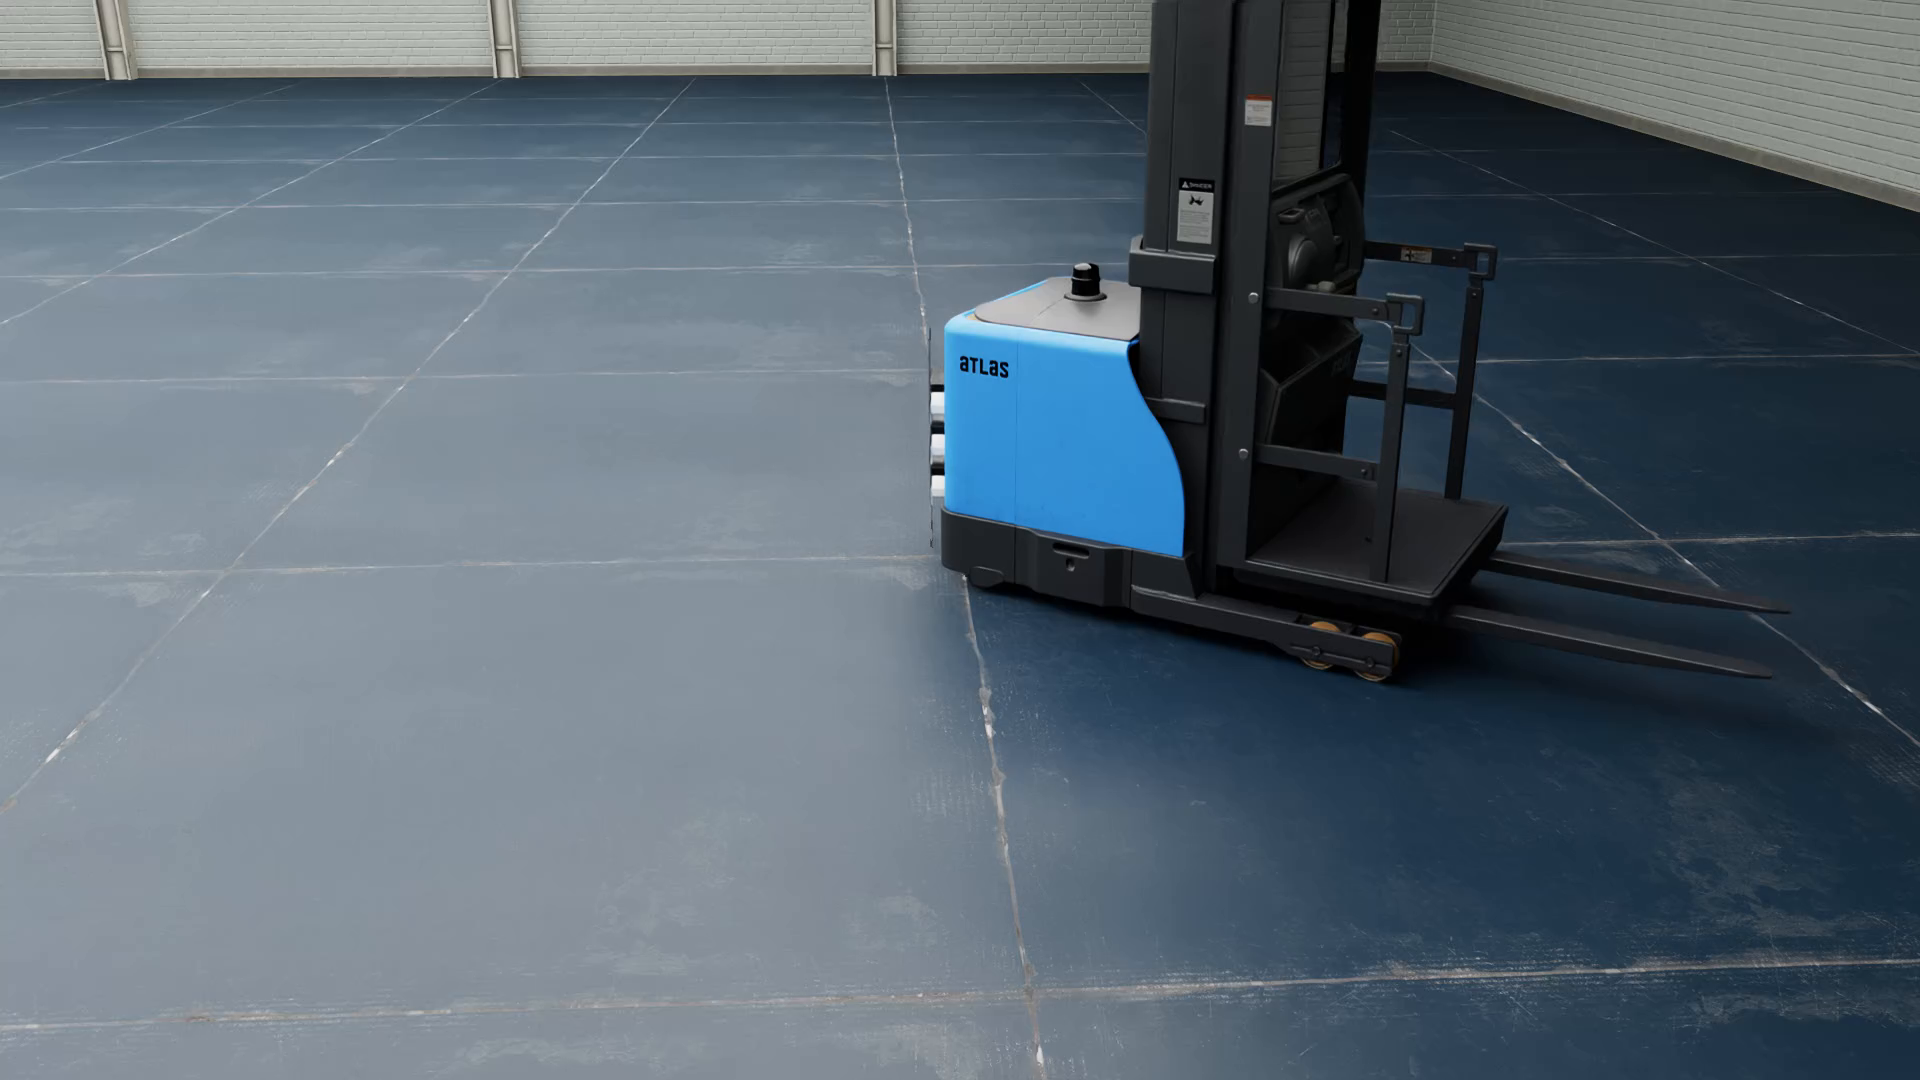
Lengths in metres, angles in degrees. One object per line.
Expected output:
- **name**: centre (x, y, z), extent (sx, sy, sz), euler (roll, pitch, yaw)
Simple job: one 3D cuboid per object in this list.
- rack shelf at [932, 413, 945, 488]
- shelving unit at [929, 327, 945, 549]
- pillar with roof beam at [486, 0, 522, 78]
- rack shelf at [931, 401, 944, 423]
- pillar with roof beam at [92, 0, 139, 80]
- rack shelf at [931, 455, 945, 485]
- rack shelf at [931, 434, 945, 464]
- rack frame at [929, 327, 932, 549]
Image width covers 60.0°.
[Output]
- **rack shelf**: centre (-0.022, -0.377, 6.990), extent (0.190, 0.281, 0.221), euler (0, 21, -1)
- **shelving unit**: centre (-0.023, -0.425, 6.972), extent (0.208, 0.900, 0.258), euler (0, 21, -1)
- **pillar with roof beam**: centre (-6.959, -10.064, 20.907), extent (0.400, 9.000, 9.100), euler (-1, 21, -3)
- **rack shelf**: centre (-0.022, -0.562, 6.919), extent (0.200, 0.077, 0.258), euler (0, 21, -1)
- **pillar with roof beam**: centre (-12.949, -9.942, 20.587), extent (0.400, 9.000, 9.100), euler (-1, 21, -3)
- **rack shelf**: centre (-0.022, -0.309, 7.015), extent (0.200, 0.077, 0.258), euler (0, 21, -1)
- **rack shelf**: centre (-0.022, -0.393, 6.983), extent (0.200, 0.077, 0.258), euler (0, 21, -1)
- **rack frame**: centre (-0.123, -0.424, 6.970), extent (0.006, 0.900, 0.240), euler (0, 21, -1)
